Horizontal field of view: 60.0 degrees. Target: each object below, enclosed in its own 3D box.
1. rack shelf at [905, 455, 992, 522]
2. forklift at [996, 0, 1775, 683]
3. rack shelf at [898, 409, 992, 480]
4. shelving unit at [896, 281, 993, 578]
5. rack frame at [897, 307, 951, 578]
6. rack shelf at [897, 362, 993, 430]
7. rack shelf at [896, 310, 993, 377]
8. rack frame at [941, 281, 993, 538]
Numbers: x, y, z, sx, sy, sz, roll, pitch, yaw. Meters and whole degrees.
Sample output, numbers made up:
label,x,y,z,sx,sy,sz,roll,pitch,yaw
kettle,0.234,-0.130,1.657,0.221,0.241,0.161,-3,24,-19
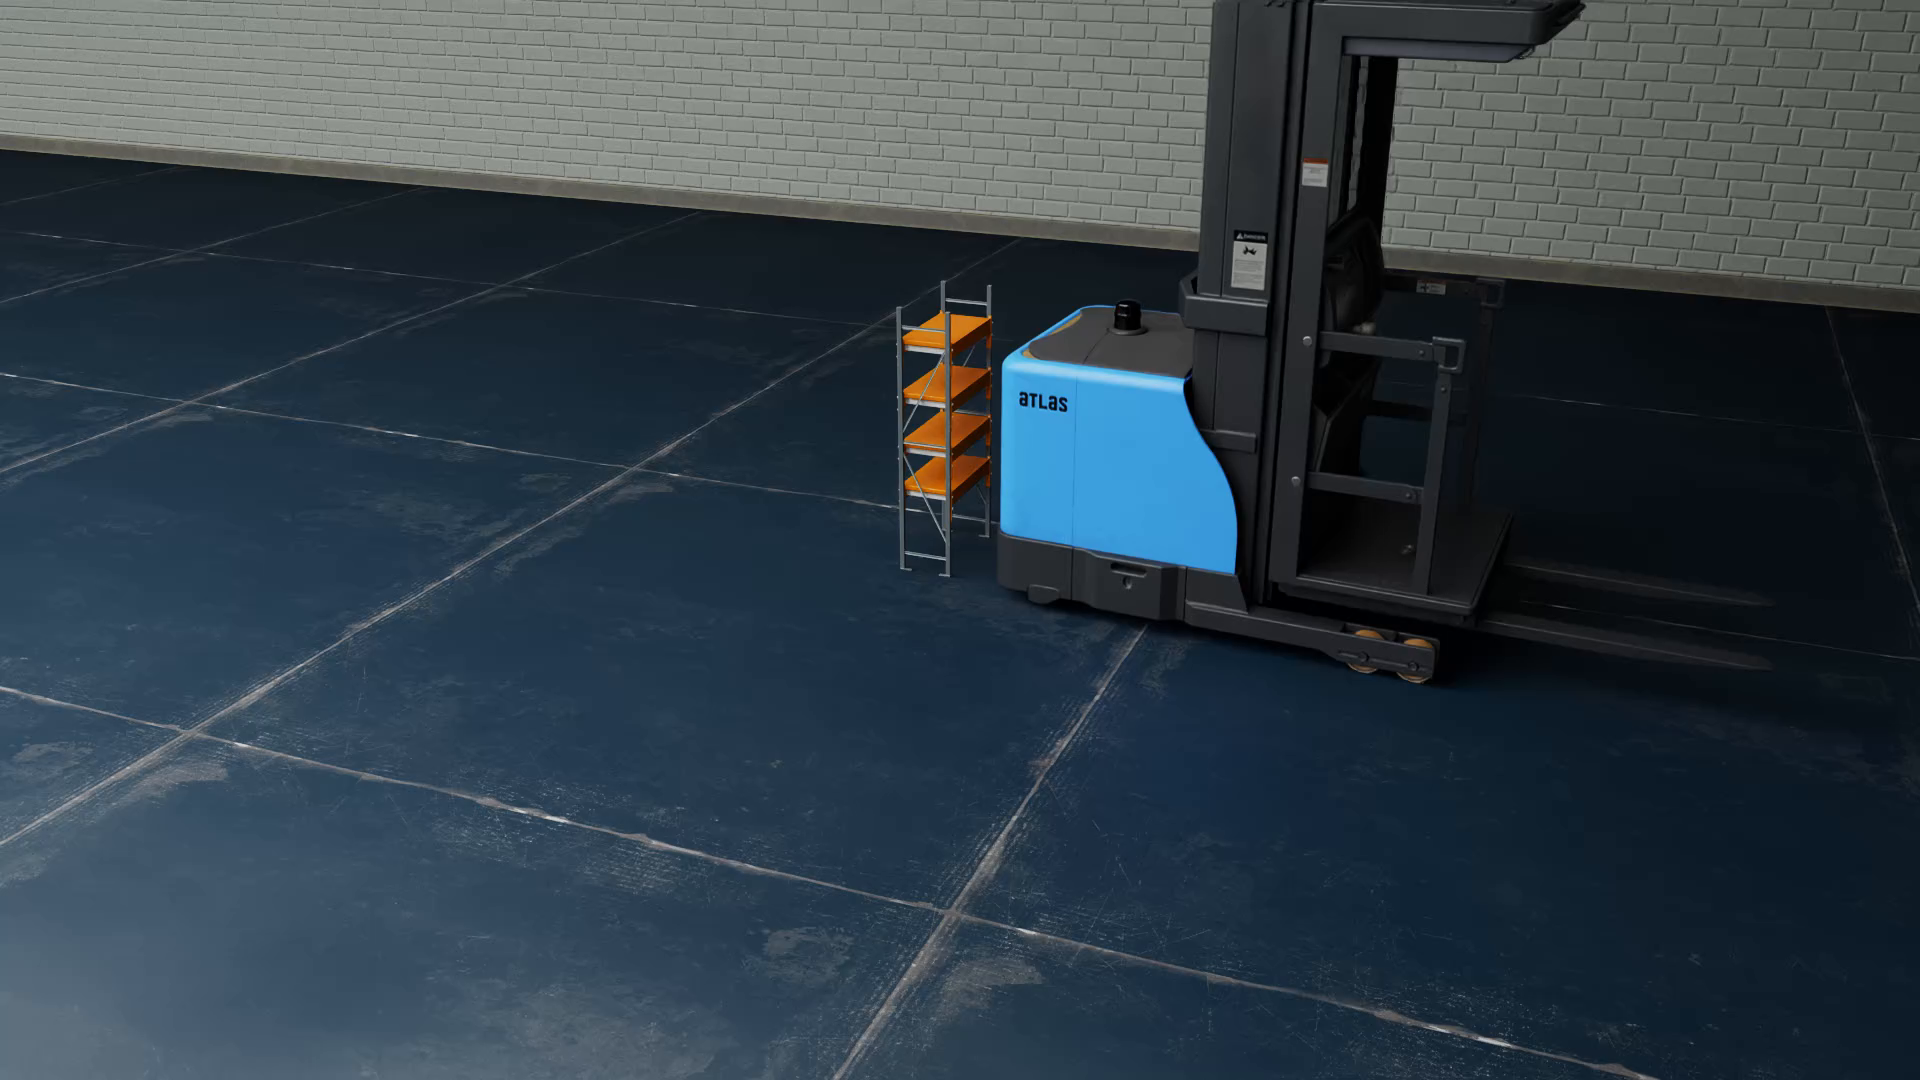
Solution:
label,x,y,z,sx,sy,sz,roll,pitch,yaw
rack shelf,-0.061,-0.249,7.479,0.258,0.148,0.480,9,24,20
forklift,1.717,-1.034,6.423,3.031,2.935,1.130,10,25,23
rack shelf,-0.061,-0.432,7.403,0.258,0.148,0.480,9,24,20
shelving unit,-0.061,-0.494,7.377,0.258,1.200,0.503,9,24,20
rack frame,-0.152,-0.407,7.168,0.240,1.200,0.015,9,24,20
rack shelf,-0.061,-0.639,7.317,0.258,0.148,0.480,9,24,20
rack shelf,-0.062,-0.857,7.225,0.258,0.148,0.480,9,24,20
rack frame,0.029,-0.582,7.586,0.240,1.200,0.015,9,24,20
